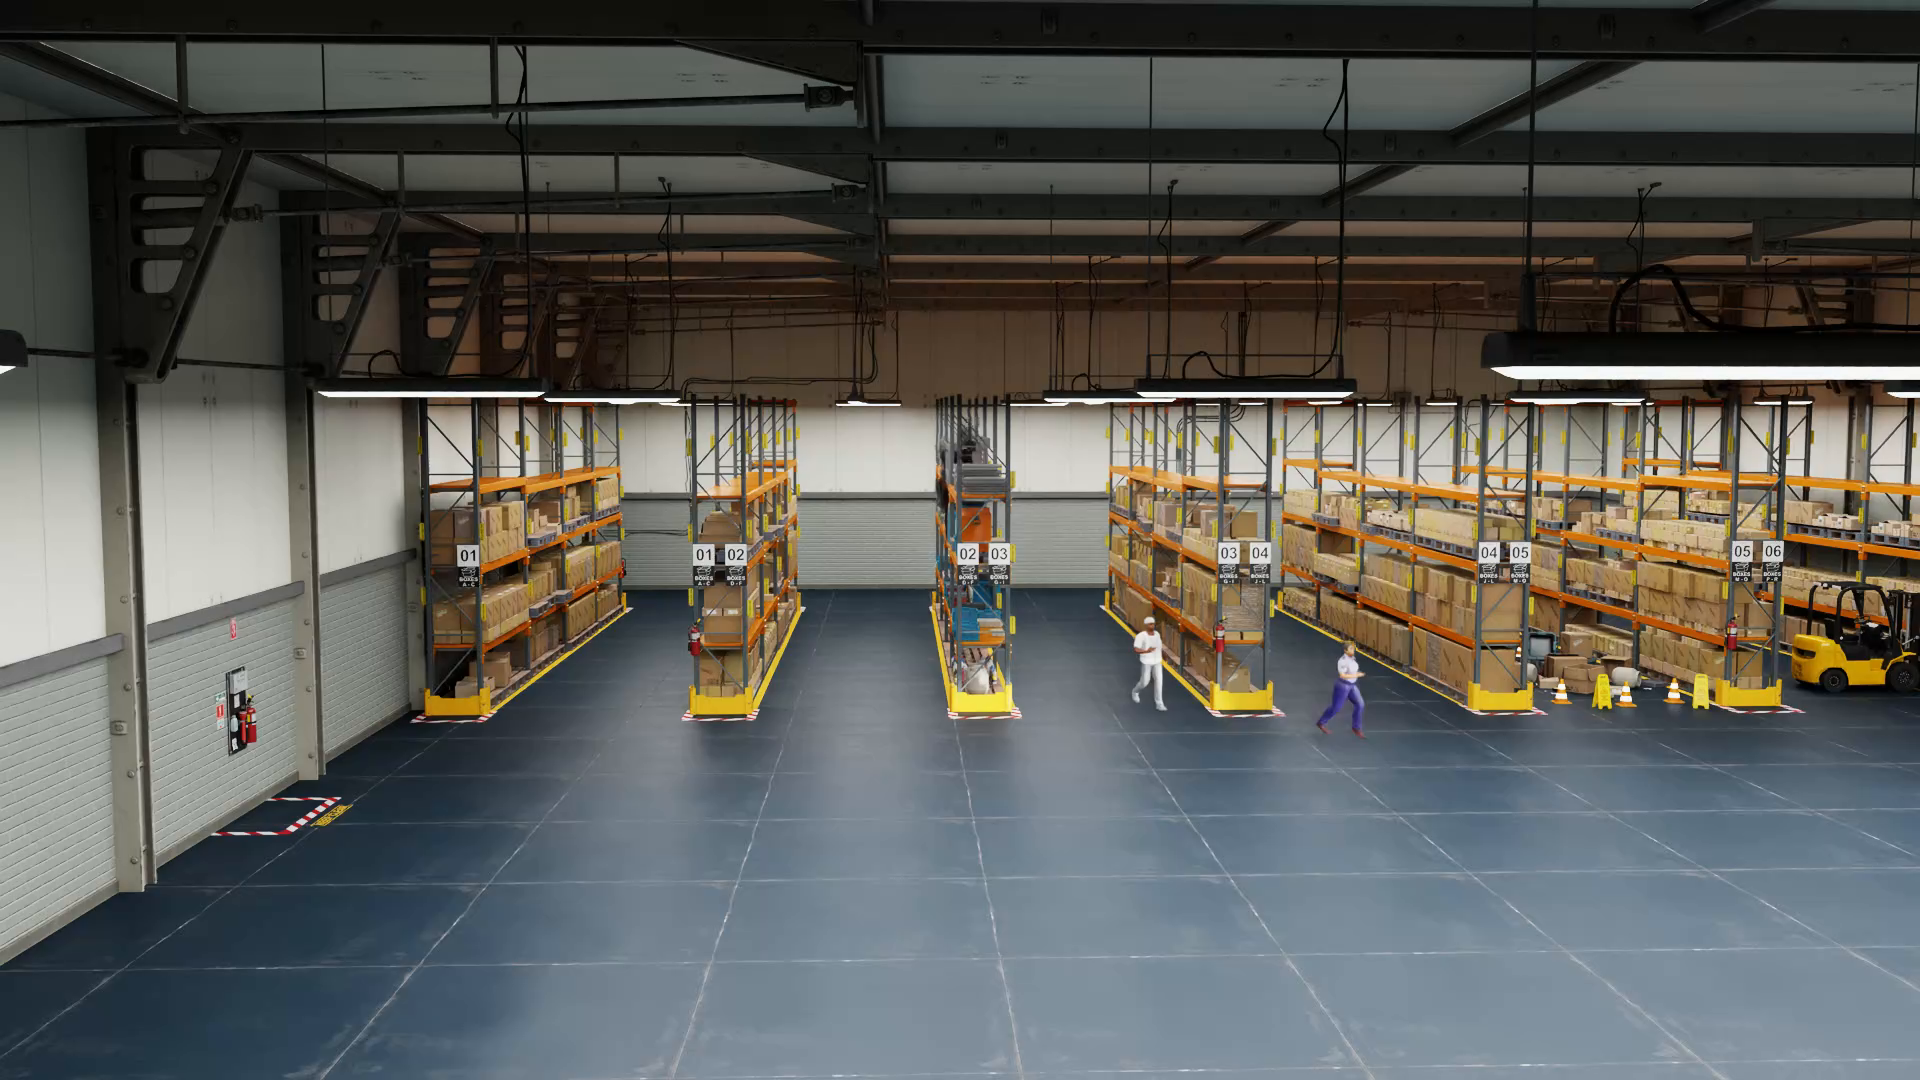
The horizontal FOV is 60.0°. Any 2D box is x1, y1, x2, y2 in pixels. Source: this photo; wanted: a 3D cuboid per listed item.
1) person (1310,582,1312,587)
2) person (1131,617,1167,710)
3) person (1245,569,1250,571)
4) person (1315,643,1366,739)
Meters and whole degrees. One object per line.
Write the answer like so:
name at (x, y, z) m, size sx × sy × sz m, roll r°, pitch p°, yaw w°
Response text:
person at (10.580, 1.032, 49.116) m, size 0.534 × 1.658 × 0.629 m, roll 0°, pitch 5°, yaw 3°
person at (3.628, 2.333, 31.719) m, size 0.712 × 1.744 × 0.961 m, roll -2°, pitch 5°, yaw -25°
person at (8.232, 1.074, 48.474) m, size 0.835 × 1.778 × 0.781 m, roll -4°, pitch 6°, yaw -43°
person at (6.700, 2.624, 29.074) m, size 0.882 × 1.696 × 0.609 m, roll 4°, pitch 6°, yaw 41°
